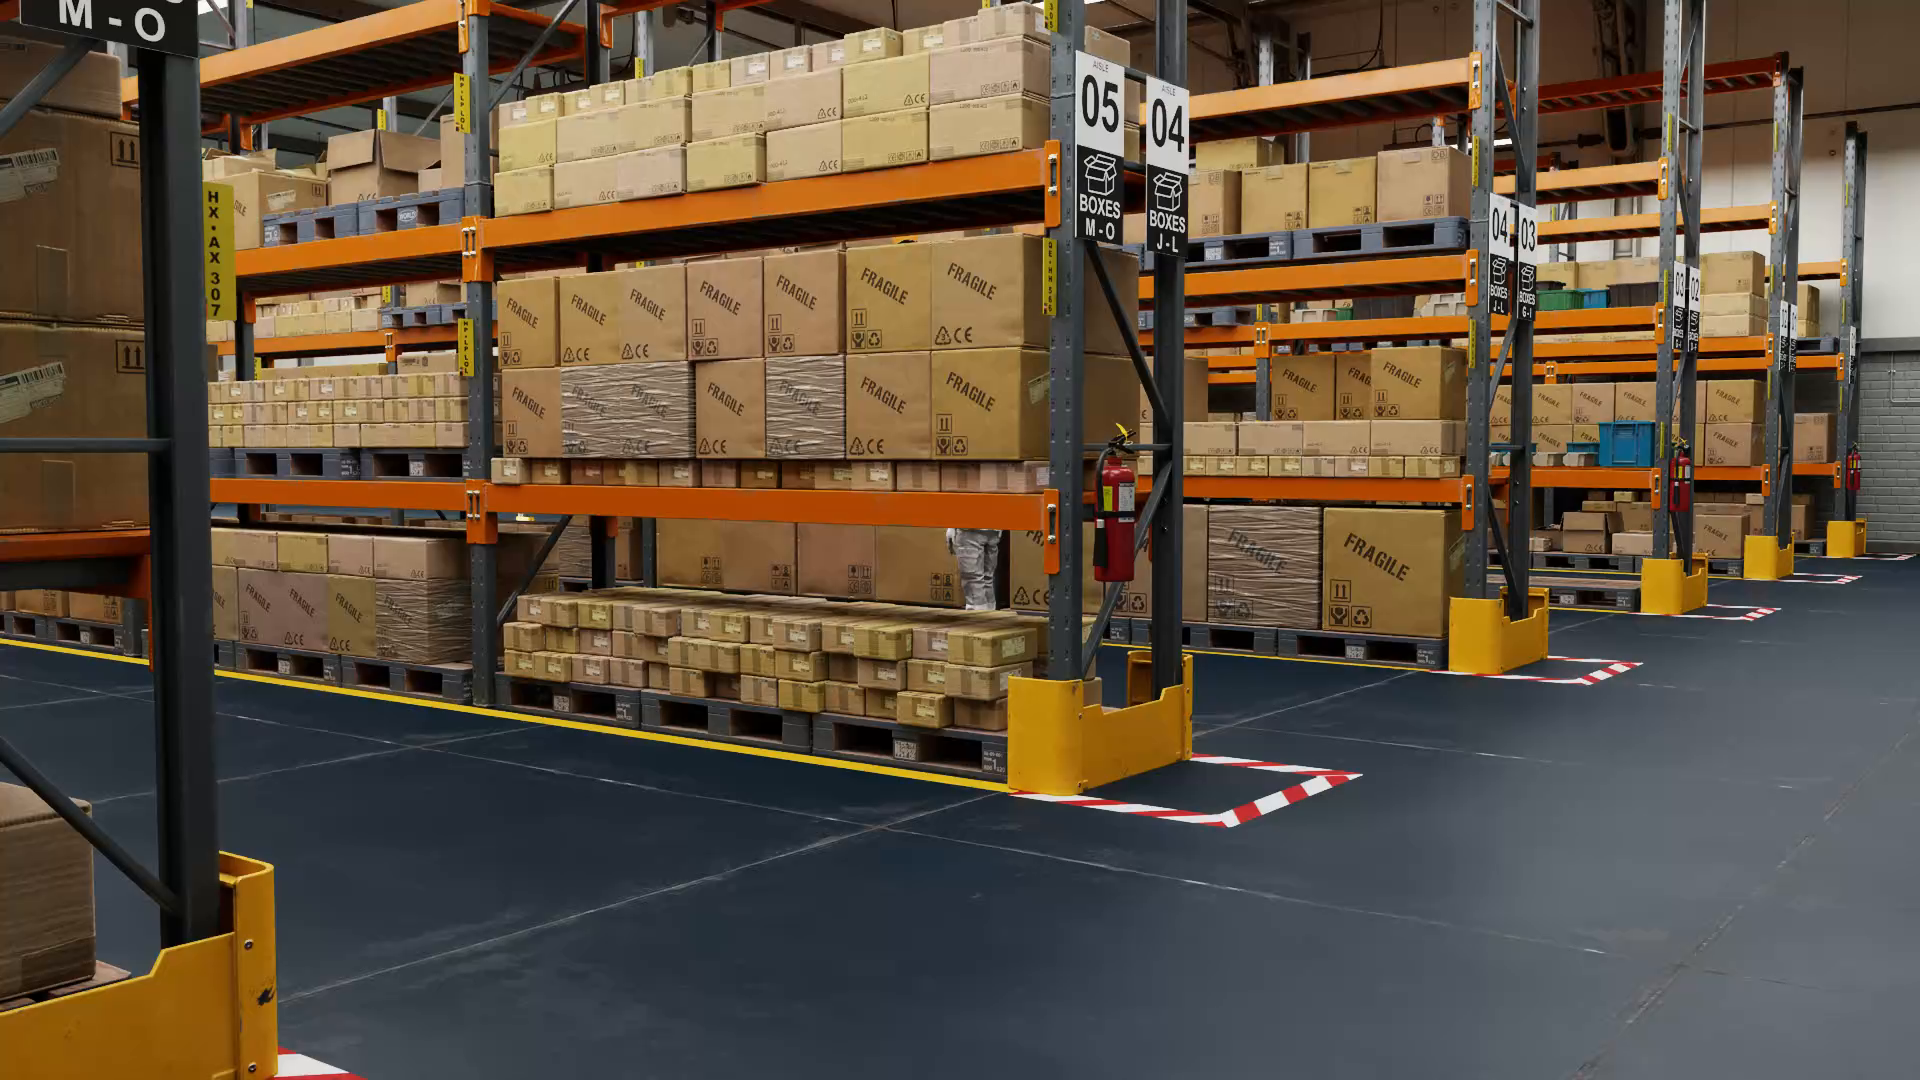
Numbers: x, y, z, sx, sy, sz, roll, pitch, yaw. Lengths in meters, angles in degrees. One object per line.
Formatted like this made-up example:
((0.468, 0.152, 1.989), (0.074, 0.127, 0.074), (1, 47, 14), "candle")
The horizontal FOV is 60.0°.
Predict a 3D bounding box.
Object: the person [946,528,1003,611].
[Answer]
((0.077, -0.077, 12.358), (0.564, 1.787, 0.638), (2, 4, 36), "person")
